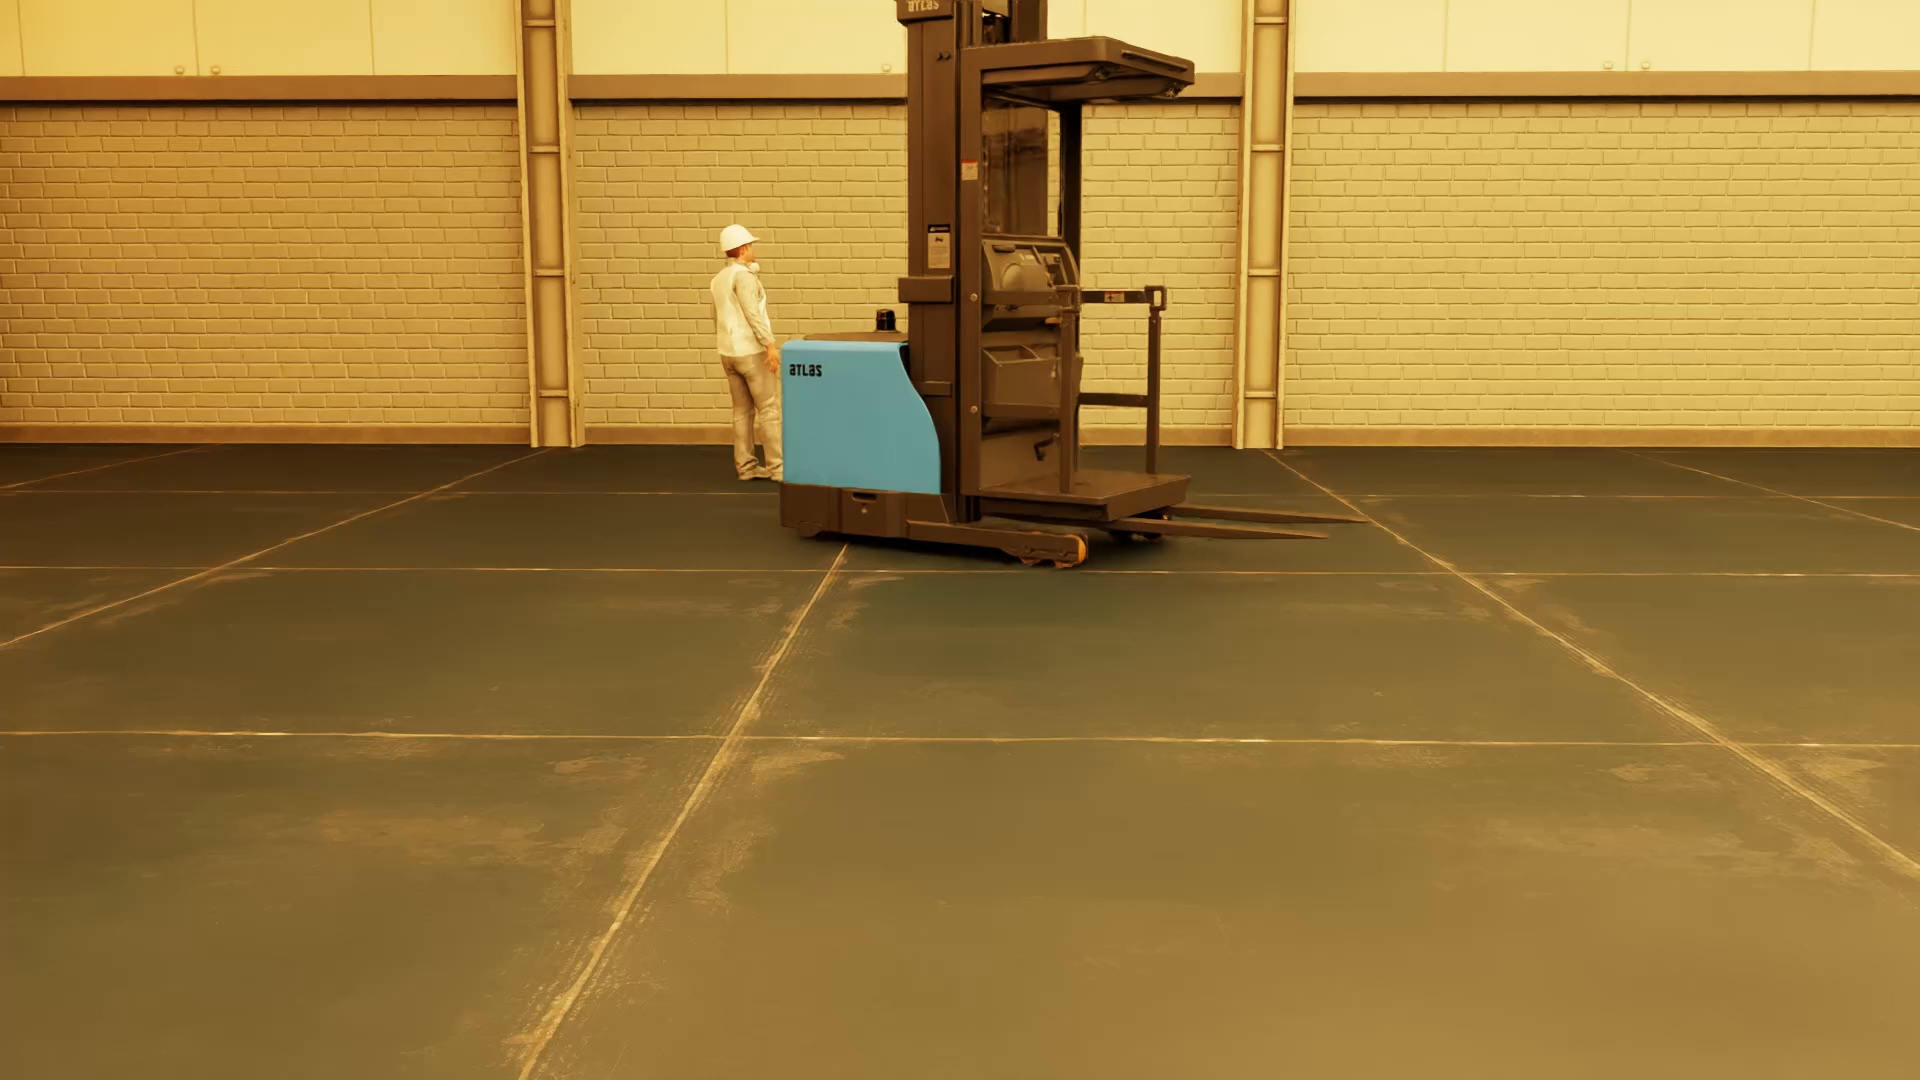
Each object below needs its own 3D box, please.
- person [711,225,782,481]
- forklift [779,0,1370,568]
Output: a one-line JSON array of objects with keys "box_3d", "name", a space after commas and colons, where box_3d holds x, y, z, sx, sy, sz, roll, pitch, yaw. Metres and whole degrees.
[{"box_3d": [-1.433, -1.314, 11.706, 0.565, 1.778, 0.642, -7, 11, -37], "name": "person"}, {"box_3d": [0.547, -1.402, 8.476, 3.031, 2.935, 1.130, 5, 10, 31], "name": "forklift"}]
